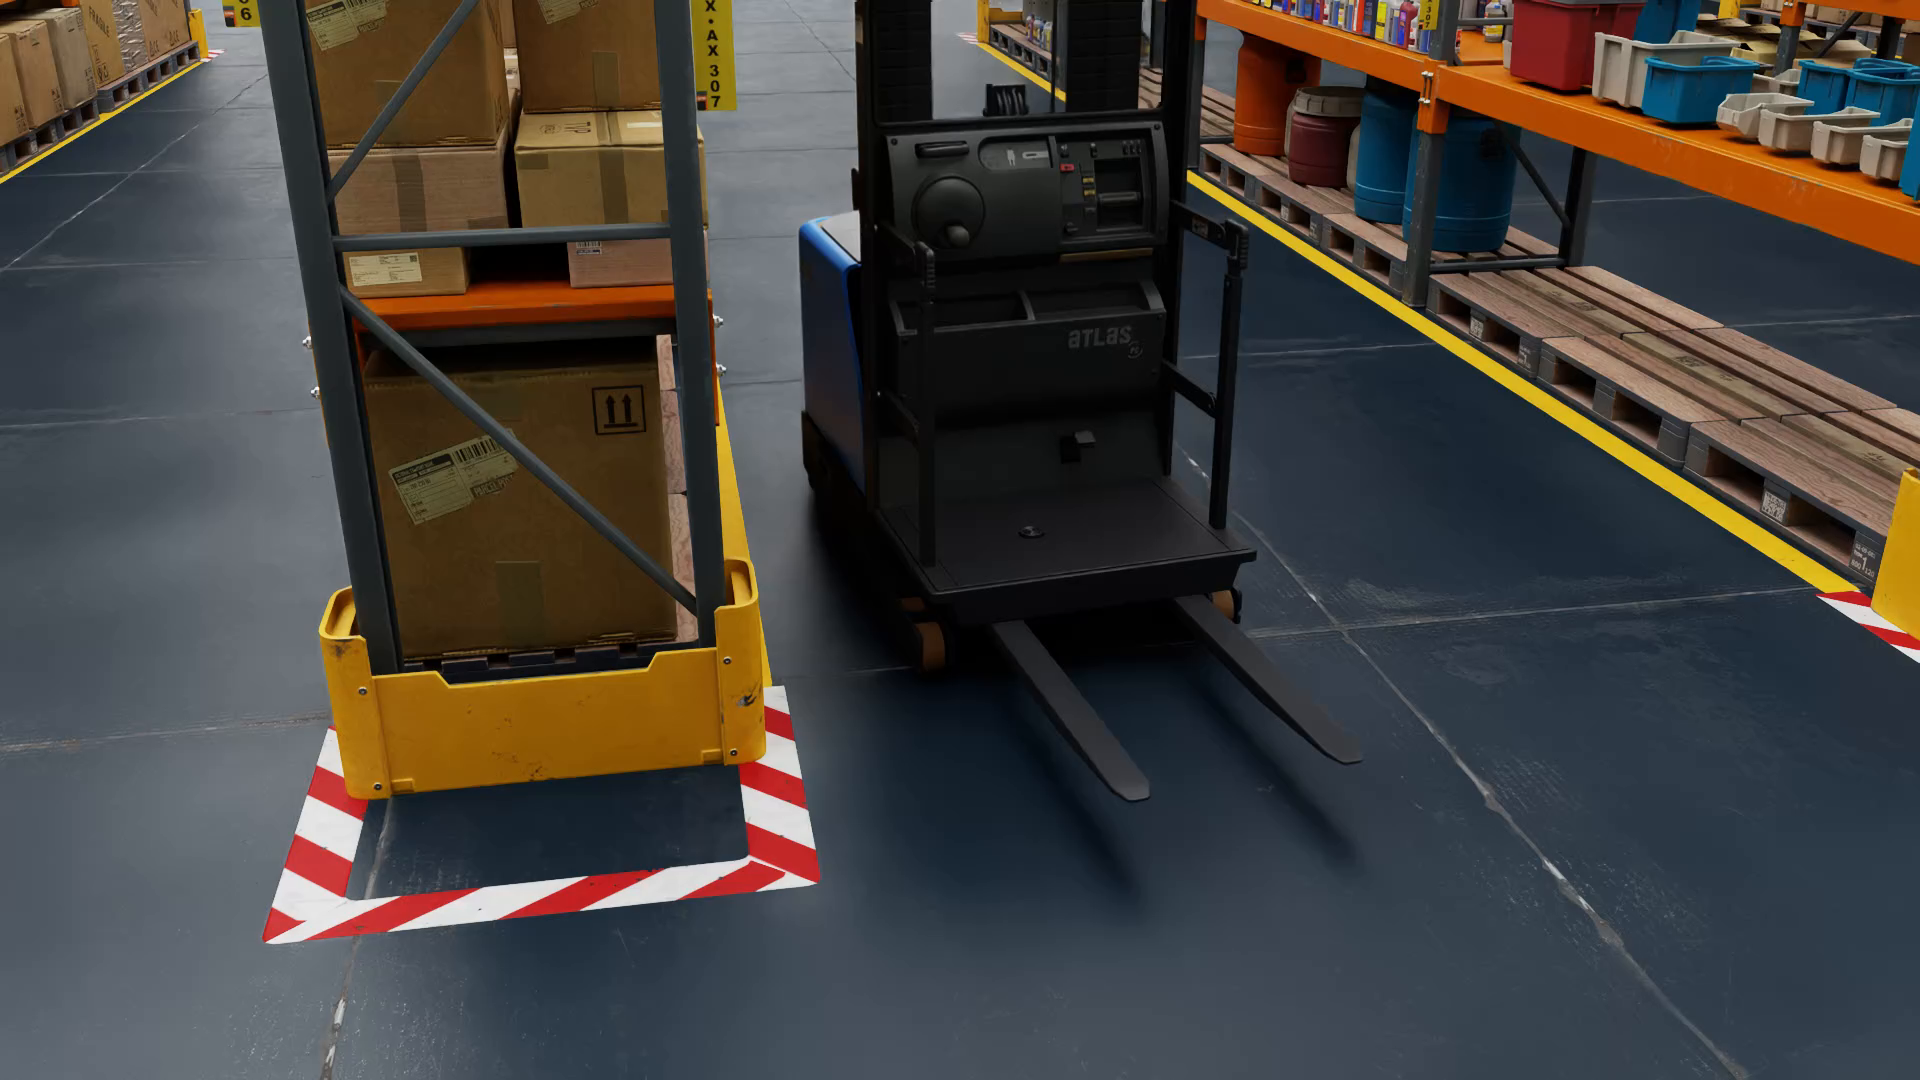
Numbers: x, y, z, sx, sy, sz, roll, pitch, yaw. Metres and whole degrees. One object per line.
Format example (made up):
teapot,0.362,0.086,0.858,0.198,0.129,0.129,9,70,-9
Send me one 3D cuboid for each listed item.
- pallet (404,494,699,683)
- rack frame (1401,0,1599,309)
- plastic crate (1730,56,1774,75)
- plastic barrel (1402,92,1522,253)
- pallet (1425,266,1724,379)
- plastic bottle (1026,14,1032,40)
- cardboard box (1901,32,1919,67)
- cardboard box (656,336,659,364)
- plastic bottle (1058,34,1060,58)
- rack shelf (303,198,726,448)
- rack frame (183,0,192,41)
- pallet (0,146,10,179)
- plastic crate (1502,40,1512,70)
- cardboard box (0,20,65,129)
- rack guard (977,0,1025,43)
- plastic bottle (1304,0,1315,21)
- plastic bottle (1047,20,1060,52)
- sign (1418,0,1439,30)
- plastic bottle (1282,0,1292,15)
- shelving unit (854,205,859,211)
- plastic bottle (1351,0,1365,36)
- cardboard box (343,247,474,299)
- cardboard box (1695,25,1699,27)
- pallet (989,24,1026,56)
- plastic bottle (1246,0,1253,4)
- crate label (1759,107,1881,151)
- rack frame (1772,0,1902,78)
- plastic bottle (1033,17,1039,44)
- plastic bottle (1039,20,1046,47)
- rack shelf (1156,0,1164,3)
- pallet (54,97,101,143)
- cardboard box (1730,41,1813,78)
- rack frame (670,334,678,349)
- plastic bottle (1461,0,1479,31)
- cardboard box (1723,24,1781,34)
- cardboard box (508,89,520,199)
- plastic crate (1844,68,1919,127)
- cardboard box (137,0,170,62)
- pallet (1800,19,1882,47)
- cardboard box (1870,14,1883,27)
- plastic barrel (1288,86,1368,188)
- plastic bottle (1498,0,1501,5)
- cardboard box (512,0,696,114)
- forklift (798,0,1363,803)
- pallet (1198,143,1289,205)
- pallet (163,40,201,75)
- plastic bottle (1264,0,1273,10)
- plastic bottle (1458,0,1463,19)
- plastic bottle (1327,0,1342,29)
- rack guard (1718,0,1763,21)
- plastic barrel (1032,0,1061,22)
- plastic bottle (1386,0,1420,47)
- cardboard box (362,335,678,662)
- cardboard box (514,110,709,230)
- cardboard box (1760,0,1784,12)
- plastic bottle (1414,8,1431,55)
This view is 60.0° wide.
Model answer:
pallet,-1.389,0.199,5.531,1.003,0.211,1.213,-4,24,-10
rack frame,2.964,-2.710,8.708,1.000,3.000,0.127,-4,24,-10
plastic crate,3.435,-2.191,7.789,0.437,0.125,0.590,-4,24,-10
plastic barrel,2.880,-2.156,9.537,0.600,0.901,0.708,-4,24,-10
pallet,3.138,-1.146,8.611,1.003,0.211,1.213,-4,24,-10
plastic bottle,0.774,-5.646,18.288,0.097,0.271,0.097,0,24,0
cardboard box,7.511,-3.676,12.556,0.500,0.250,0.500,-3,24,-8
cardboard box,-1.860,-1.297,7.602,0.875,0.875,0.875,-4,24,-10
plastic bottle,1.082,-5.077,16.886,0.144,0.351,0.185,-5,24,-11
rack shelf,-1.534,-1.227,6.212,1.077,0.370,4.000,-4,24,-10
rack frame,-9.016,-6.737,17.927,1.000,3.000,0.127,-4,24,-10
pallet,-7.608,-2.628,12.003,1.003,0.211,1.213,-4,24,-10
plastic crate,2.909,-2.423,8.305,0.396,0.136,0.243,-4,24,-10
cardboard box,-7.898,-3.707,13.277,1.050,0.750,0.750,-4,24,-10
rack guard,0.805,-6.259,19.955,1.175,0.500,0.348,-4,24,-10
plastic bottle,2.269,-3.458,10.482,0.144,0.351,0.185,-4,24,-10
plastic bottle,0.987,-5.279,17.350,0.144,0.351,0.185,-4,24,-10
sign,2.423,-2.797,8.561,0.100,0.325,0.005,-4,24,-10
plastic bottle,2.155,-3.578,10.841,0.061,0.283,0.133,-4,24,-10
shelving unit,-0.286,-0.910,6.835,0.258,1.200,0.189,-7,25,-16
plastic bottle,2.412,-3.127,9.816,0.152,0.276,0.135,-4,24,-10
cardboard box,-1.554,-0.771,4.582,0.380,0.149,0.250,-4,24,-9
cardboard box,6.470,-4.626,15.304,0.500,0.311,0.500,-4,24,-8
pallet,0.950,-5.806,19.280,1.003,0.211,1.213,-4,24,-10
plastic bottle,2.072,-3.851,11.474,0.152,0.276,0.135,-4,24,-10
crate label,3.260,-1.574,6.360,0.396,0.136,0.243,-4,24,-10
rack frame,7.093,-4.649,13.147,1.000,3.000,0.127,-4,24,-10
plastic bottle,0.837,-5.511,17.979,0.097,0.271,0.097,0,24,0
plastic bottle,0.893,-5.392,17.706,0.097,0.271,0.097,0,24,0
rack shelf,1.854,-4.741,14.256,1.077,0.370,4.000,-4,24,-10
pallet,-8.059,-3.587,14.200,1.003,0.211,1.213,-4,24,-10
cardboard box,6.754,-4.026,13.931,0.500,0.311,0.500,-4,24,-8
rack frame,-1.904,-2.344,7.869,1.000,3.000,0.127,-4,24,-10
plastic bottle,3.081,-3.228,10.048,0.152,0.276,0.135,-4,24,-10
cardboard box,7.087,-4.473,14.953,0.500,0.311,0.500,-5,24,-11
cardboard box,-1.608,-1.209,5.085,0.500,0.250,0.500,-5,24,-11
plastic crate,3.738,-1.727,6.591,0.416,0.233,0.300,-4,24,-10
cardboard box,-8.661,-5.348,16.876,0.875,0.875,0.875,-5,24,-11
pallet,10.833,-6.055,19.850,1.003,0.211,1.213,-4,24,-10
cardboard box,10.945,-6.116,19.518,0.380,0.149,0.250,-6,24,-14
plastic barrel,2.540,-2.736,11.254,0.600,0.588,0.708,-4,24,-10
plastic bottle,3.172,-3.059,9.756,0.097,0.201,0.097,0,24,0
cardboard box,-1.080,-1.587,5.015,0.500,0.500,0.500,-5,24,-11
forklift,0.290,-1.099,5.104,1.130,2.935,3.031,-7,25,-16
pallet,2.411,-2.699,12.166,1.003,0.211,1.213,-4,24,-10
pallet,-8.791,-5.150,17.778,1.003,0.211,1.213,-4,24,-10
plastic bottle,2.095,-3.707,11.136,0.061,0.283,0.133,-4,24,-10
plastic bottle,2.932,-3.217,10.022,0.152,0.276,0.135,-4,24,-10
plastic bottle,2.345,-3.271,10.146,0.152,0.276,0.135,-4,24,-10
rack guard,10.495,-6.988,21.626,1.175,0.500,0.348,-4,24,-10
plastic barrel,1.034,-6.032,18.898,0.421,0.512,0.421,0,24,0
plastic bottle,2.506,-2.928,9.362,0.152,0.276,0.135,-4,24,-10
cardboard box,-1.361,-0.235,5.170,0.875,0.875,0.875,-4,24,-10
cardboard box,-0.988,-1.047,4.715,0.500,0.250,0.500,-5,24,-11
cardboard box,10.520,-6.854,21.006,0.500,0.311,0.500,-7,25,-16
plastic bottle,2.573,-2.785,9.033,0.152,0.276,0.135,-4,24,-10
